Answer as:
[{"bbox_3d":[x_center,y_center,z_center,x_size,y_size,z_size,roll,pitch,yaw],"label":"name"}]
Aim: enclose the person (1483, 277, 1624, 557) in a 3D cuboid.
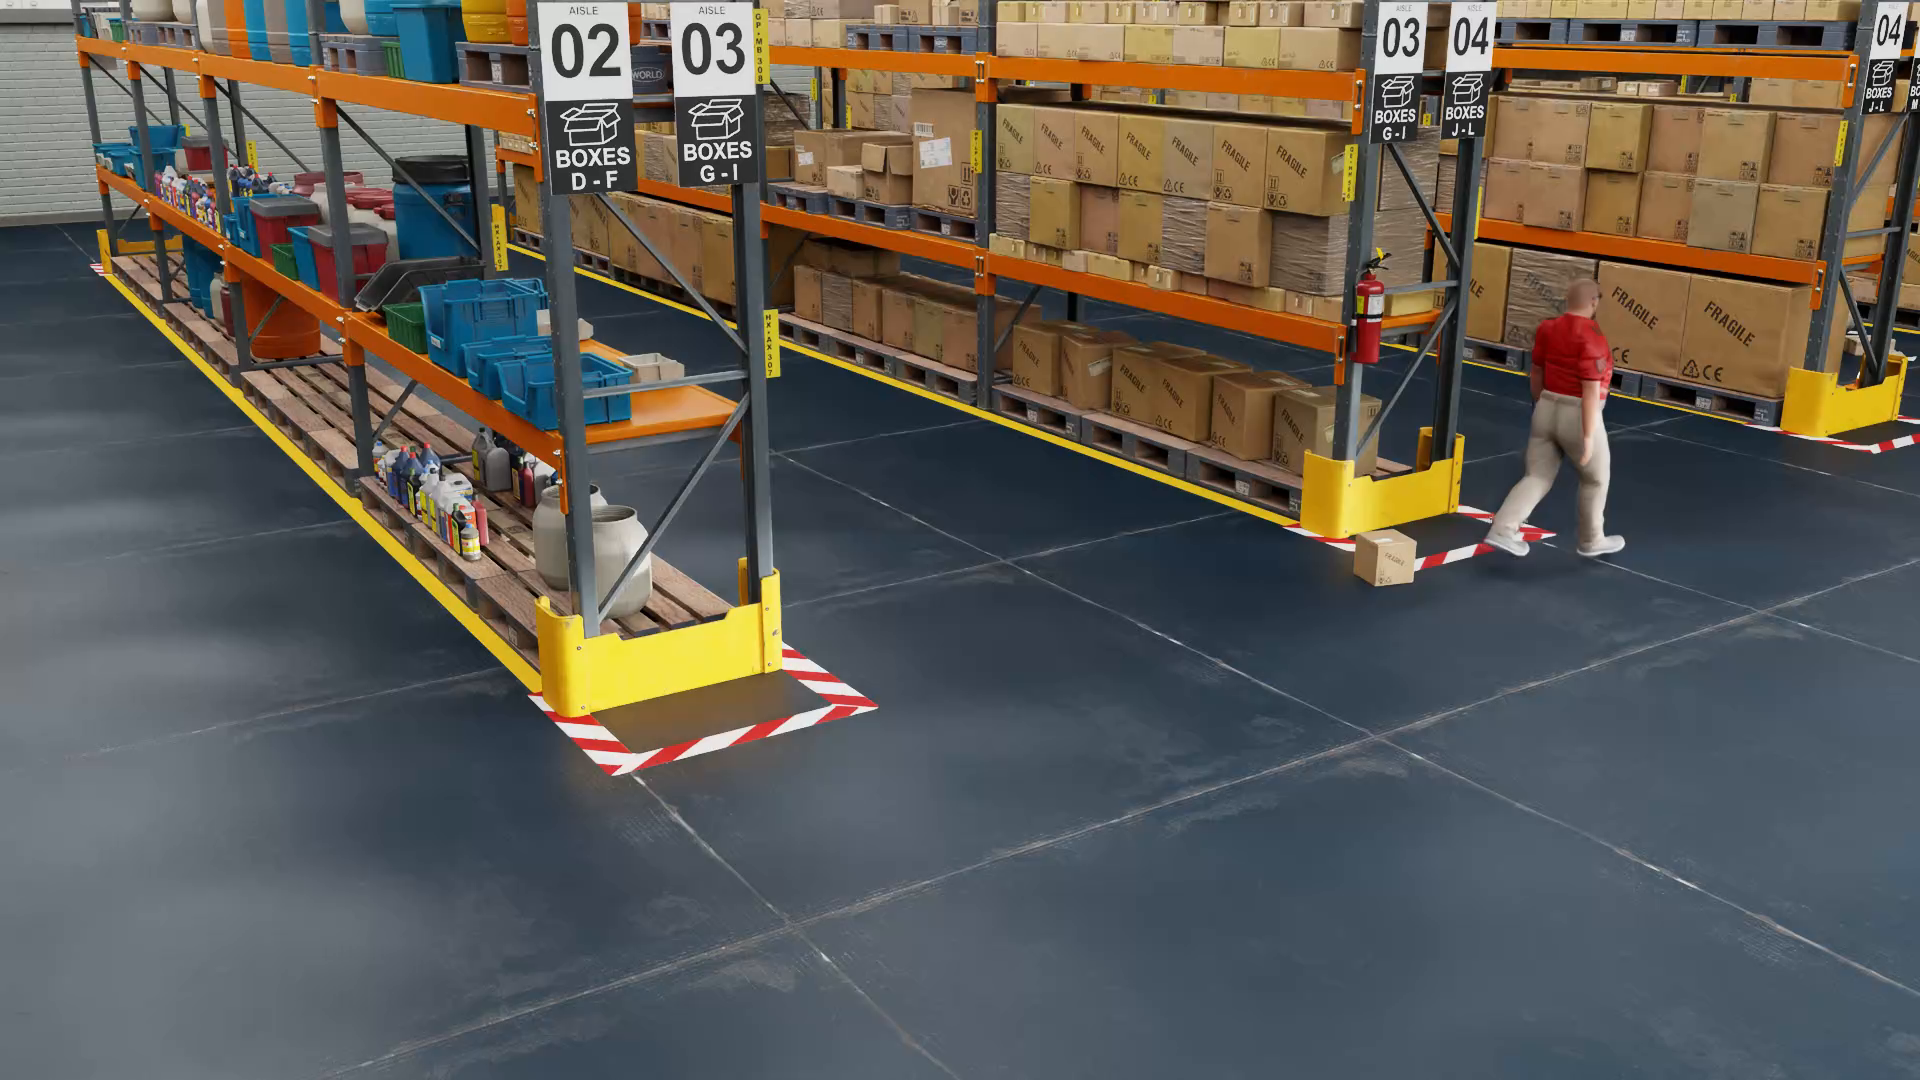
[{"bbox_3d":[3.559,-0.696,9.727,0.975,1.685,0.587,-10,20,-27],"label":"person"}]
